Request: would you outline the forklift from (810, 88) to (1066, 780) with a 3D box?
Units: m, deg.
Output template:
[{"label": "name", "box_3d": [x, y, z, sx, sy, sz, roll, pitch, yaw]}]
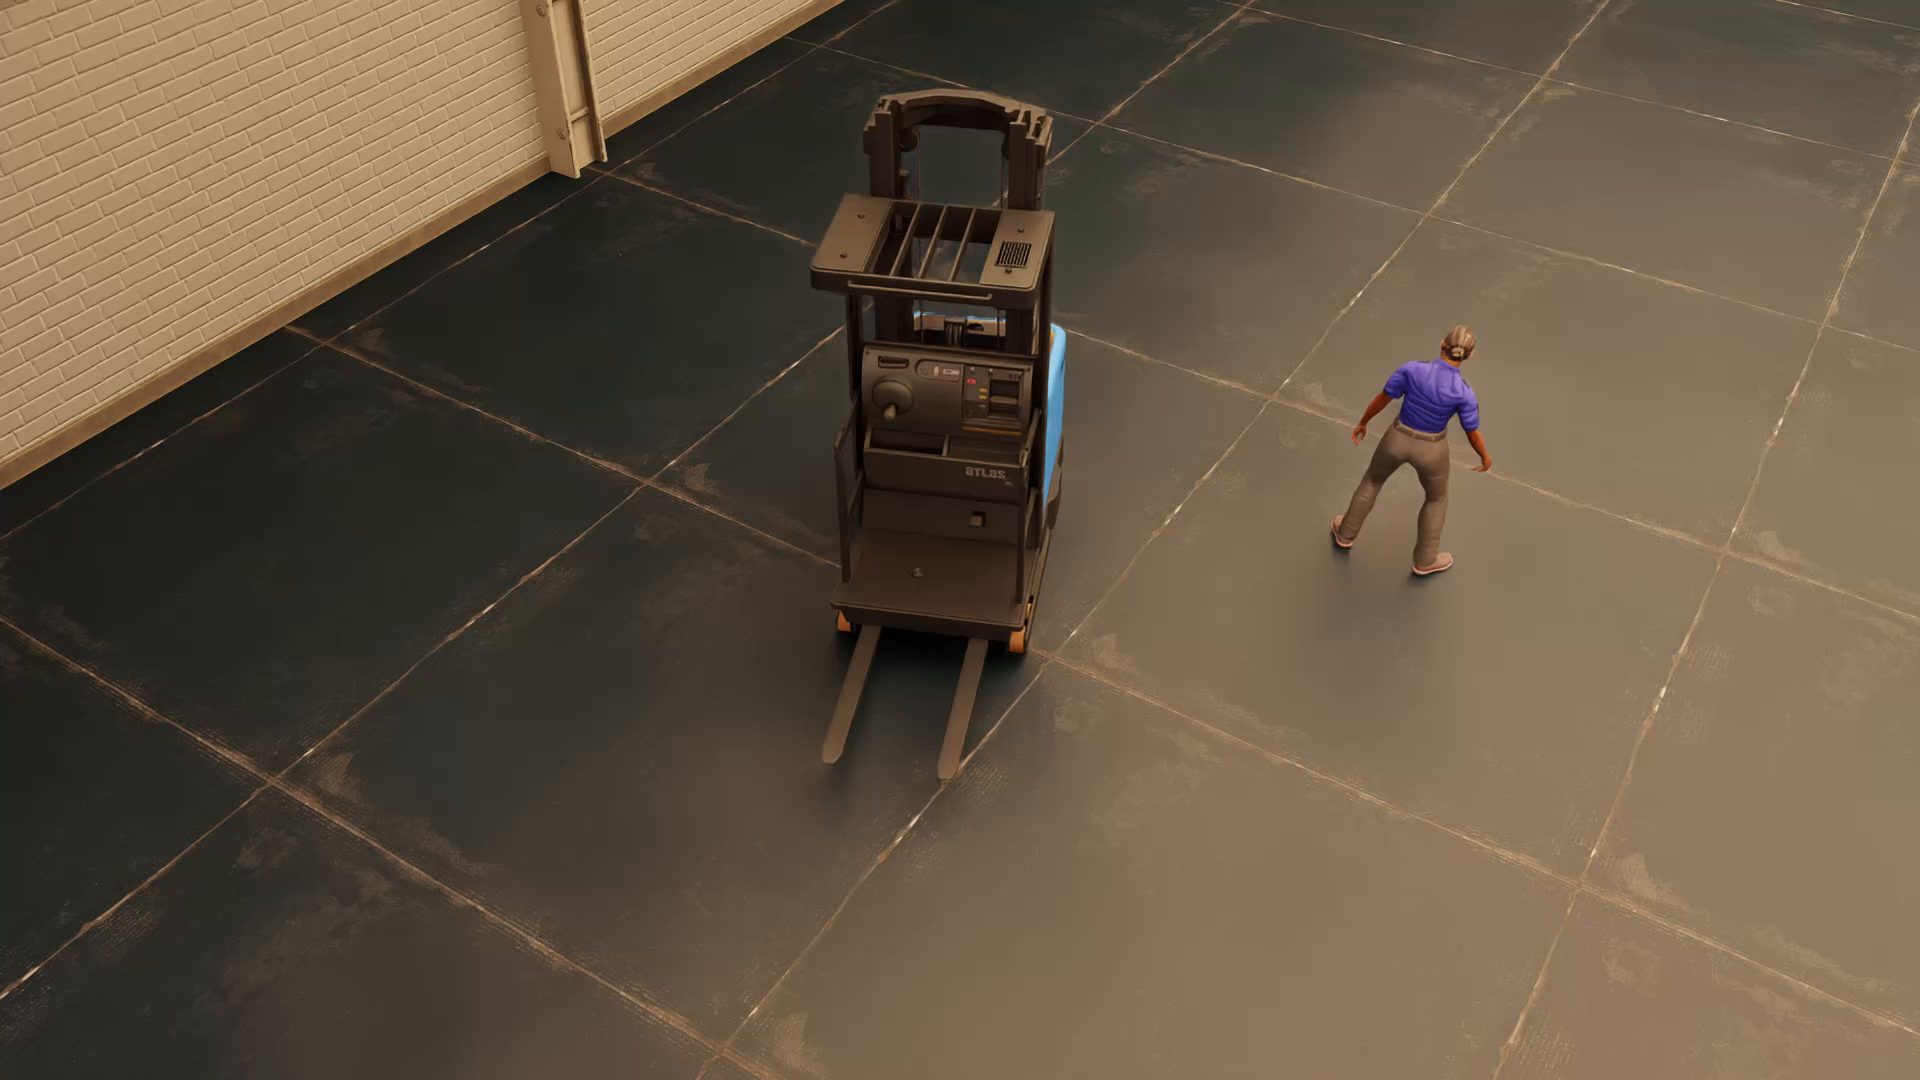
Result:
[{"label": "forklift", "box_3d": [-0.108, -0.731, 8.830, 1.130, 2.935, 3.031, 7, 41, 8]}]

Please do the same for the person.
[{"label": "person", "box_3d": [2.645, -0.543, 9.638, 0.834, 1.612, 0.337, 21, 45, 23]}]
